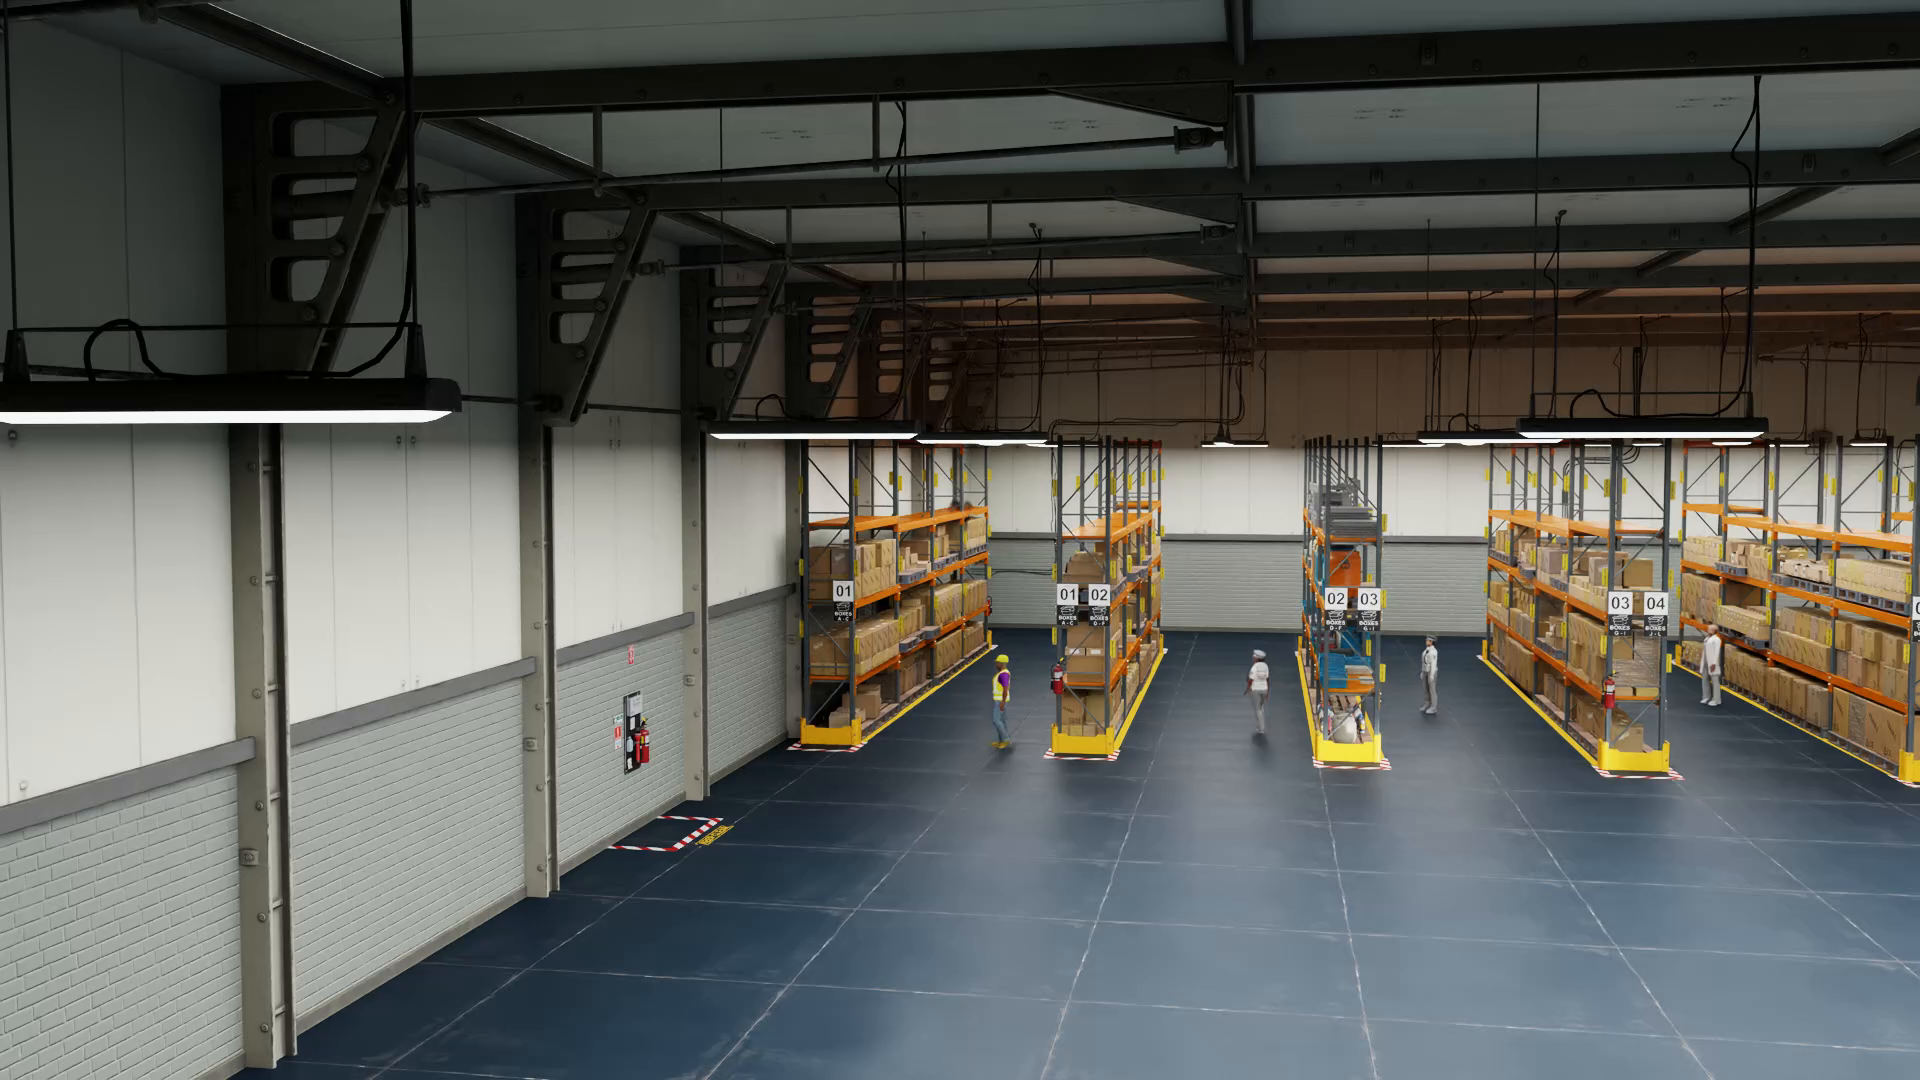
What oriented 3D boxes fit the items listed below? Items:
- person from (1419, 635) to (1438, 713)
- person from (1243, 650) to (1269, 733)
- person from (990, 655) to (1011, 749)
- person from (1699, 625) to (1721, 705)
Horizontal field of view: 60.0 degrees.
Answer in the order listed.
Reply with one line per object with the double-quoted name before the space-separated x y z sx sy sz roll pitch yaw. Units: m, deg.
"person" 10.248 2.908 36.318 0.375 1.698 0.516 -1 3 -15
"person" 6.004 3.091 33.581 0.491 1.749 0.594 -2 3 -28
"person" 0.775 3.097 32.024 0.389 1.770 0.618 0 3 -1
"person" 16.904 2.805 37.476 0.444 1.789 0.578 -1 3 -20
